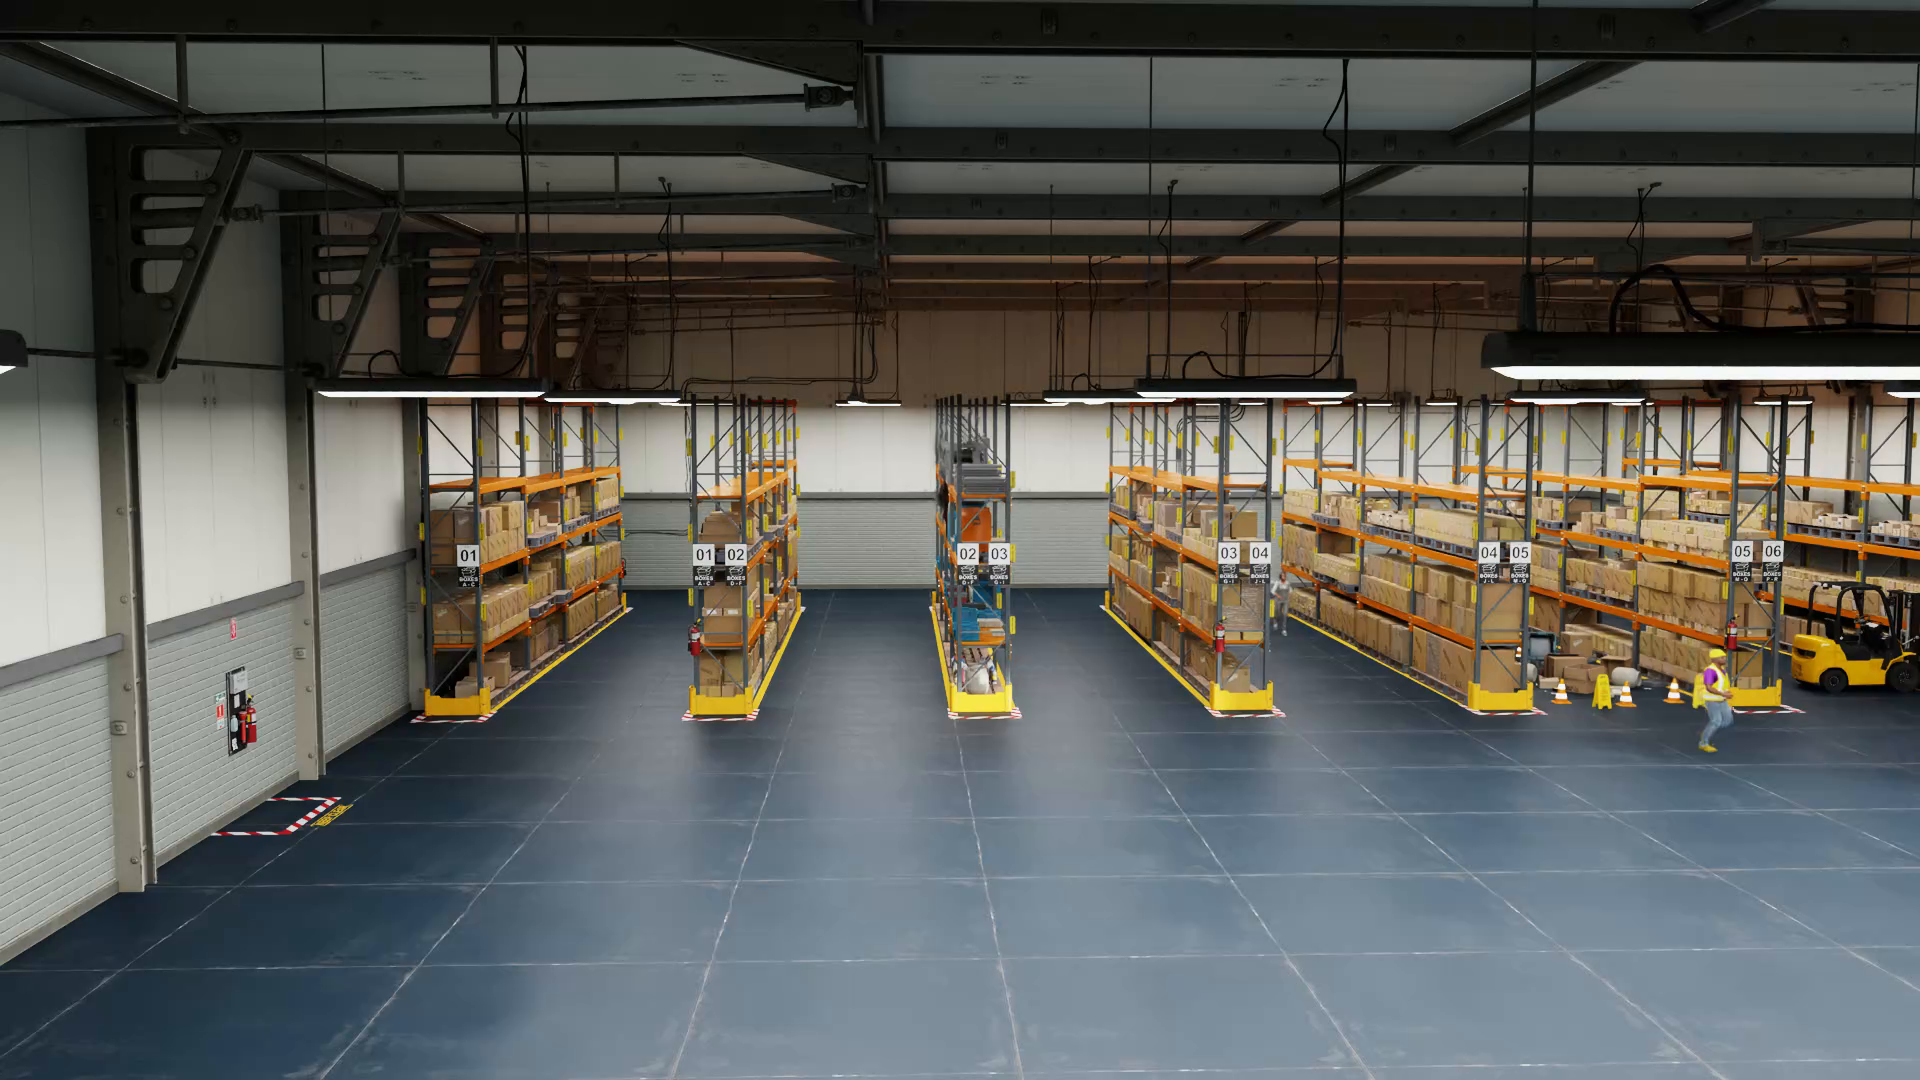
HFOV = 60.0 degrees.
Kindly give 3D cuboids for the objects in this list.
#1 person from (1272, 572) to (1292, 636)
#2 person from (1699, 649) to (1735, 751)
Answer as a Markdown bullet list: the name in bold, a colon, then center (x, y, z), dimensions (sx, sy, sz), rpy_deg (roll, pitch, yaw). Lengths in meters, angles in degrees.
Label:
- **person**: center (8.208, 1.601, 42.385), dimensions (0.567, 1.606, 0.744), rpy_deg (0, 5, -5)
- **person**: center (12.660, 2.669, 27.733), dimensions (0.731, 1.723, 0.591), rpy_deg (-4, 6, -45)
